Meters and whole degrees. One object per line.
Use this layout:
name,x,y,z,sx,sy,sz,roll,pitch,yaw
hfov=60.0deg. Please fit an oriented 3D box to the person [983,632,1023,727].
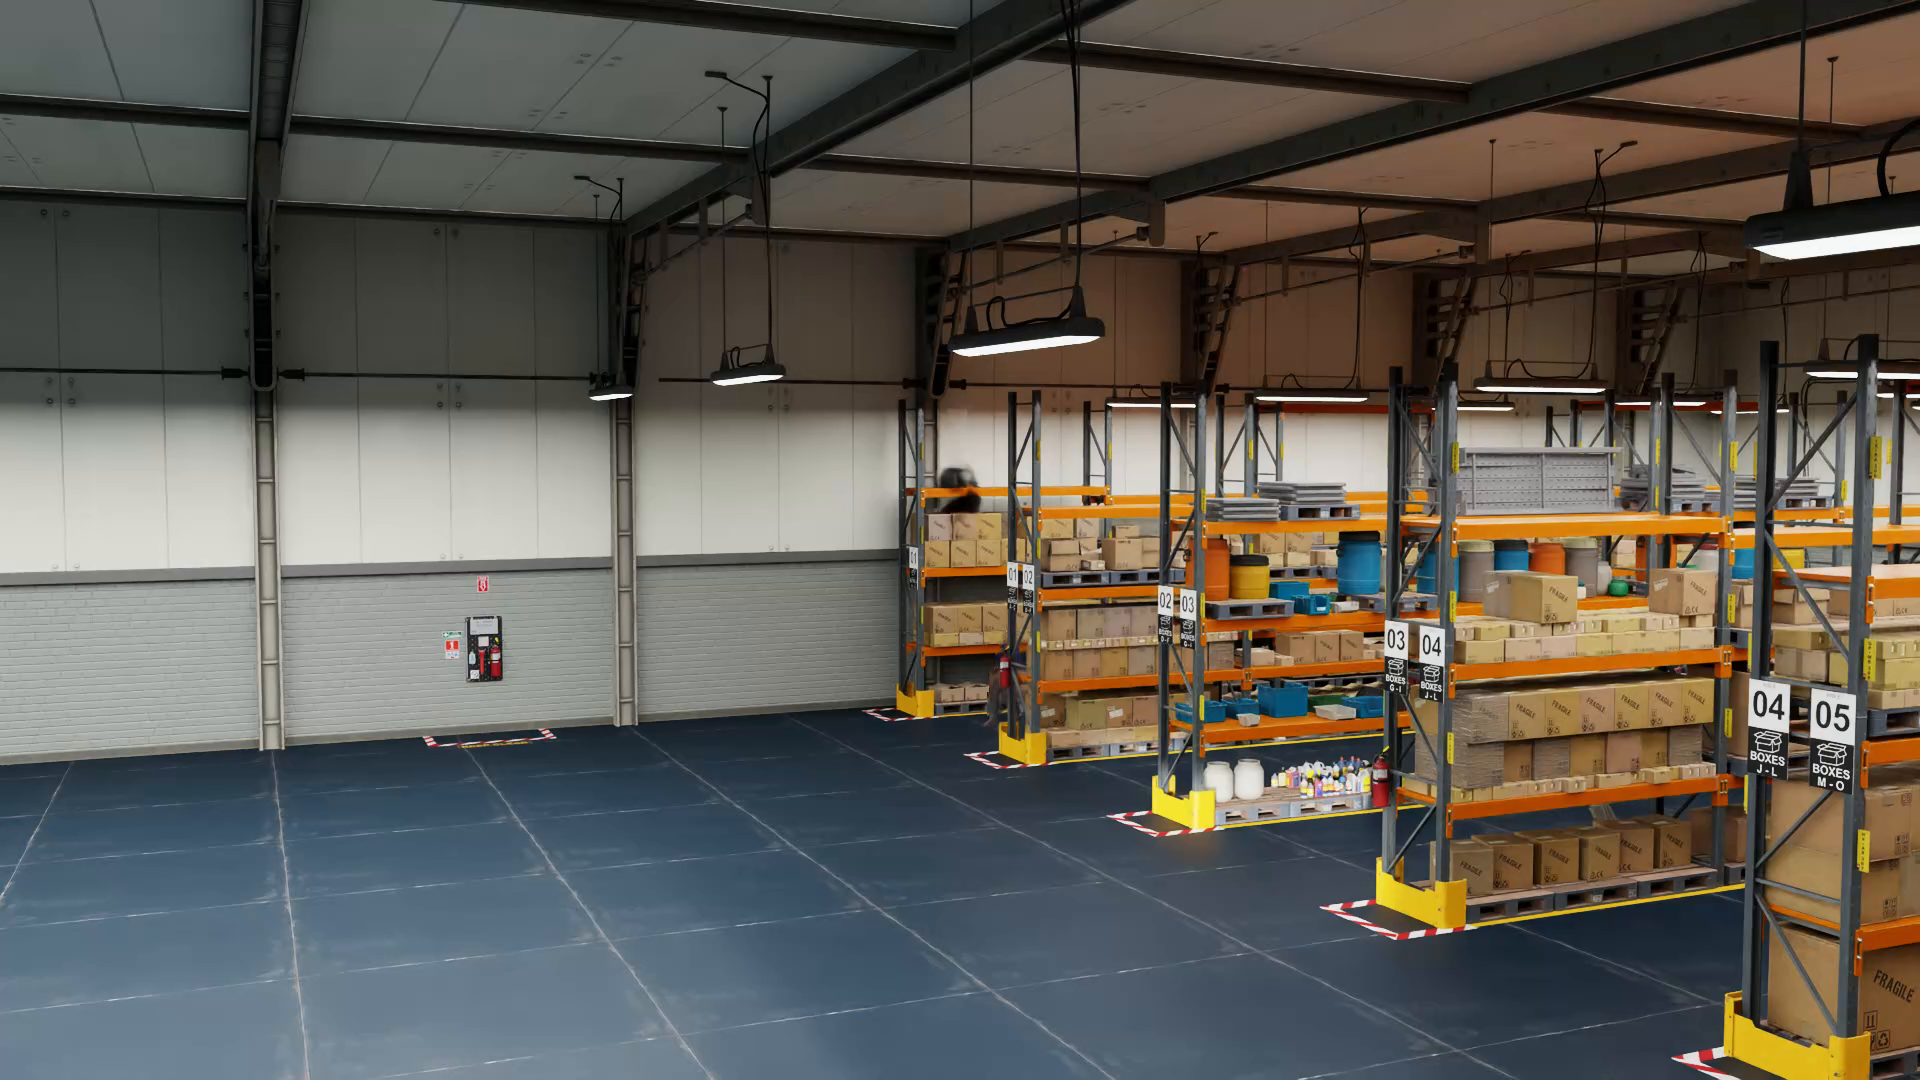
person,0.818,2.402,28.769,0.754,1.652,0.614,-3,4,-38

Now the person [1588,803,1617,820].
person,8.155,3.050,21.155,0.812,1.824,0.682,-1,4,-23
